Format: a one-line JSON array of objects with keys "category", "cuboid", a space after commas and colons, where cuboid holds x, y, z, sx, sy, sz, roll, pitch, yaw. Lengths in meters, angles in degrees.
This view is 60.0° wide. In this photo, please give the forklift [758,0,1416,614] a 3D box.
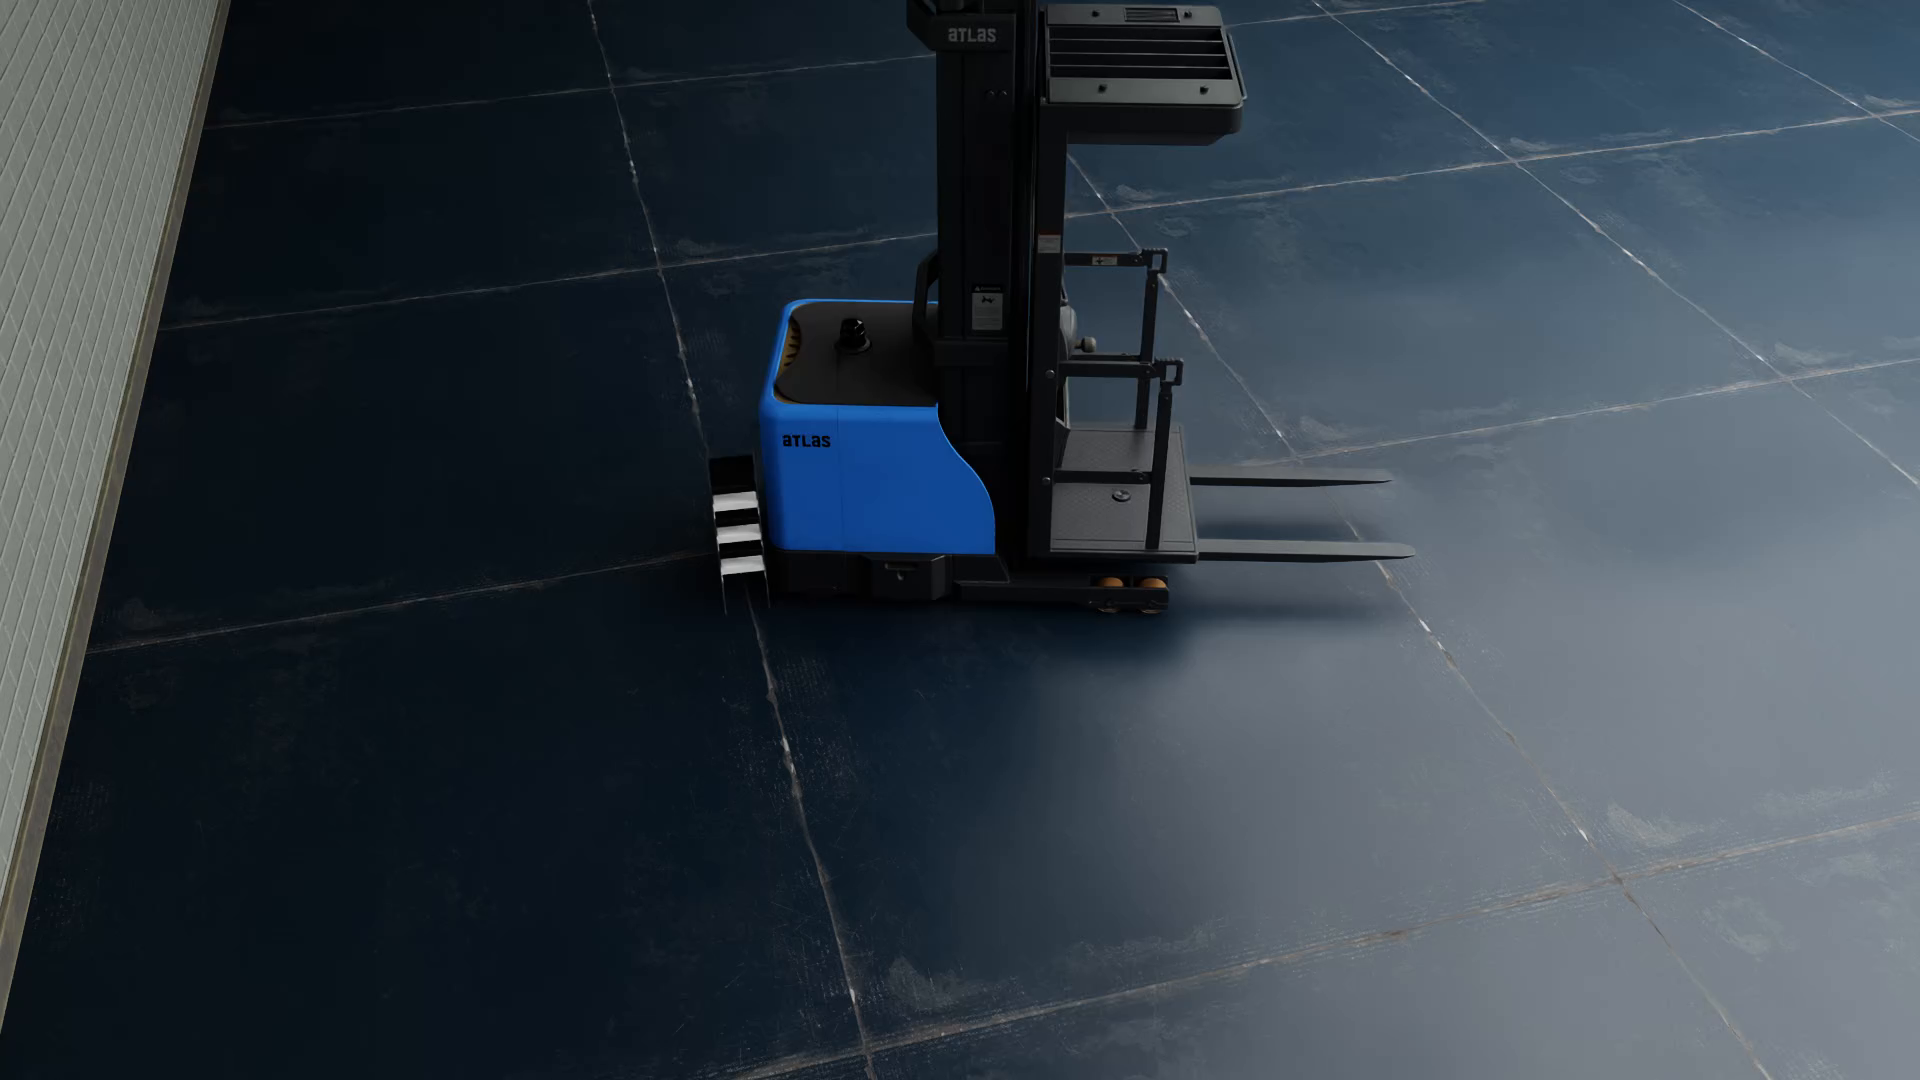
[{"category": "forklift", "cuboid": [0.630, -1.151, 7.322, 3.031, 2.935, 1.130, 1, 37, 2]}]

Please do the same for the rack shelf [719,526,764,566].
[{"category": "rack shelf", "cuboid": [-1.016, 0.006, 7.682, 0.200, 0.077, 0.258, -6, 38, -7]}]

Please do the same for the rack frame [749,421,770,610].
[{"category": "rack frame", "cuboid": [-0.917, -0.102, 7.619, 0.006, 0.900, 0.240, -6, 38, -7]}]

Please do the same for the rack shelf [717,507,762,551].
[{"category": "rack shelf", "cuboid": [-1.017, -0.065, 7.627, 0.200, 0.077, 0.258, -6, 38, -7]}]

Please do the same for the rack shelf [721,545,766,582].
[{"category": "rack shelf", "cuboid": [-1.015, 0.077, 7.737, 0.200, 0.077, 0.258, -6, 38, -7]}]

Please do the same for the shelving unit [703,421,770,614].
[{"category": "shelving unit", "cuboid": [-1.017, -0.092, 7.607, 0.210, 0.900, 0.258, -6, 38, -7]}]

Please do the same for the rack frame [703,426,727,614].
[{"category": "rack frame", "cuboid": [-1.118, -0.081, 7.595, 0.006, 0.900, 0.240, -6, 38, -7]}]

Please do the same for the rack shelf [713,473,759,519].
[{"category": "rack shelf", "cuboid": [-1.019, -0.208, 7.517, 0.200, 0.077, 0.258, -6, 38, -7]}]

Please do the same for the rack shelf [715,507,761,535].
[{"category": "rack shelf", "cuboid": [-1.018, -0.137, 7.572, 0.200, 0.077, 0.258, -6, 38, -7]}]

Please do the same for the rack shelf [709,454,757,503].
[{"category": "rack shelf", "cuboid": [-1.020, -0.279, 7.463, 0.200, 0.077, 0.258, -6, 38, -7]}]
